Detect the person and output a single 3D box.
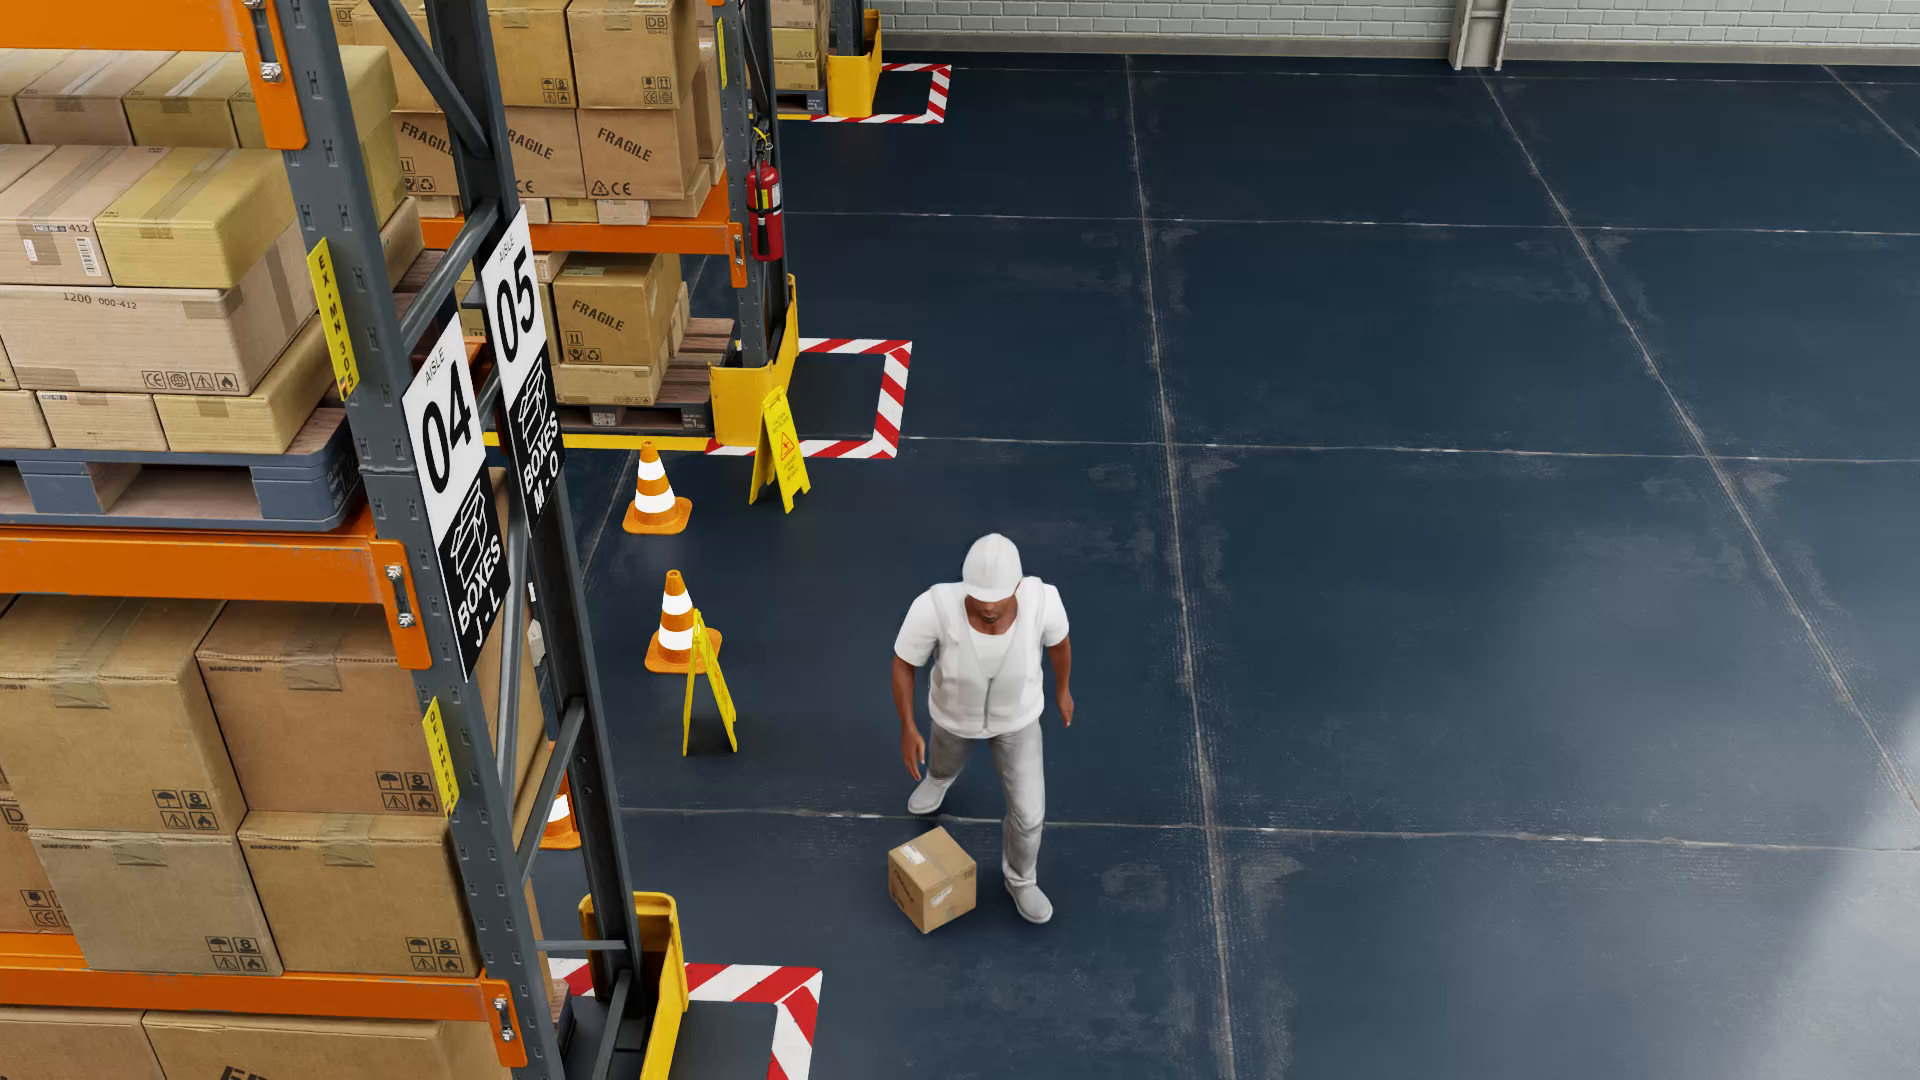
[{"bbox_3d":[0.094,0.589,6.294,0.683,1.710,0.832,0,35,0],"label":"person"}]
